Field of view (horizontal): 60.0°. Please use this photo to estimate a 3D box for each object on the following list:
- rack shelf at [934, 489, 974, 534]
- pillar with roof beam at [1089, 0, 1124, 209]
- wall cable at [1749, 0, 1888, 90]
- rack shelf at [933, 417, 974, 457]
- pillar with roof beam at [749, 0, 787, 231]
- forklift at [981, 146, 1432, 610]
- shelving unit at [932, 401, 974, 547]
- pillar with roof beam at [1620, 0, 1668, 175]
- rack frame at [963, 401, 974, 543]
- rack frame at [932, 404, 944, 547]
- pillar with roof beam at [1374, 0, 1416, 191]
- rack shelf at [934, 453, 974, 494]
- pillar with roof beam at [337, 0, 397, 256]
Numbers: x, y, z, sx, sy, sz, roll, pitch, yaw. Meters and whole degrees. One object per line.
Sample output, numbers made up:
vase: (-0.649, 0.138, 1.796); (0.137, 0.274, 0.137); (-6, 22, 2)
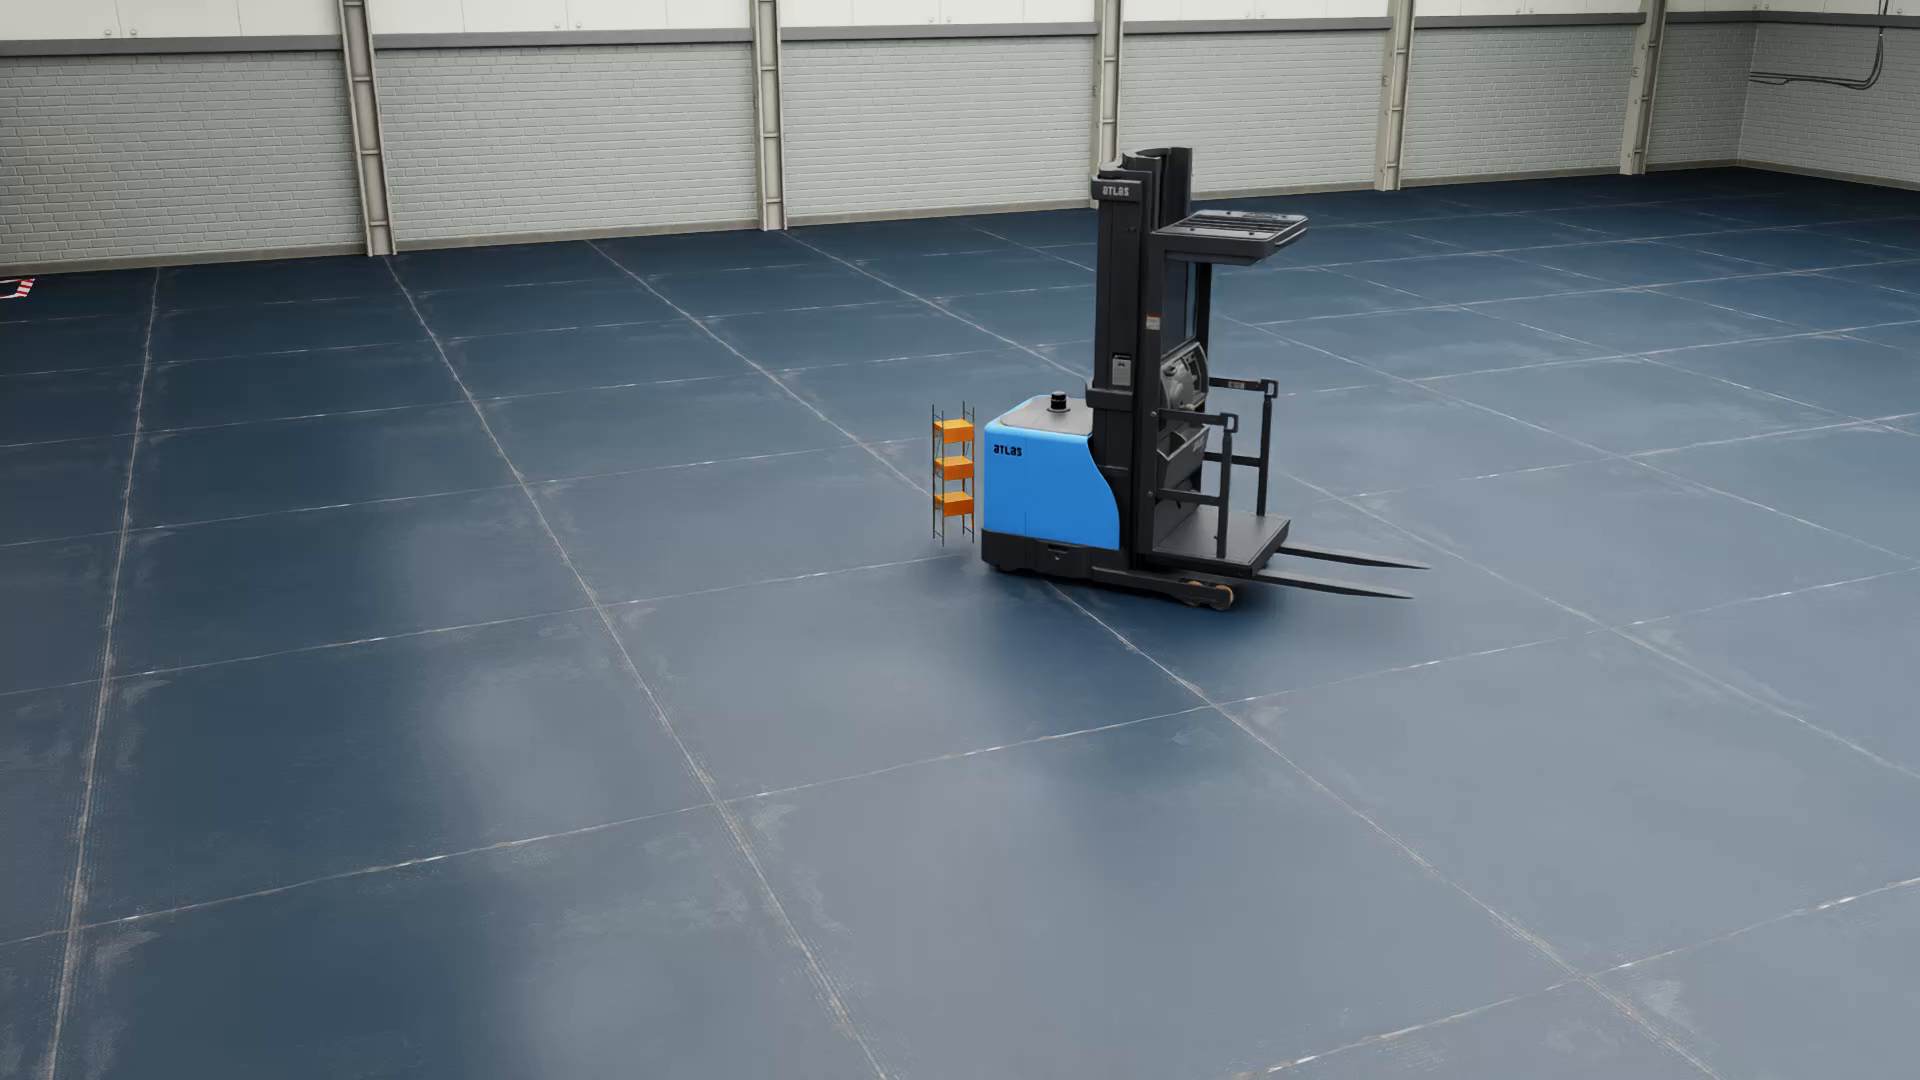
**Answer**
rack shelf: (-0.049, -0.216, 12.424); (0.240, 0.259, 0.215); (-8, 21, -22)
pillar with roof beam: (4.203, -8.728, 23.761); (0.400, 9.000, 9.100); (-8, 21, -22)
wall cable: (16.745, -10.139, 32.444); (0.112, 2.526, 3.097); (-8, 21, -22)
rack shelf: (-0.049, -0.746, 12.237); (0.240, 0.259, 0.215); (-8, 21, -22)
pillar with roof beam: (-1.306, -7.939, 21.519); (0.400, 9.000, 9.100); (-8, 21, -22)
forklift: (1.711, -1.111, 11.263); (3.031, 2.935, 1.130); (9, 21, 24)
shelving unit: (-0.049, -0.488, 12.328); (0.252, 1.050, 0.215); (-8, 21, -22)
pillar with roof beam: (15.221, -10.307, 28.244); (0.400, 9.000, 9.100); (-8, 21, -22)
rack frame: (0.063, -0.504, 12.373); (0.008, 1.050, 0.200); (-8, 21, -22)
rack frame: (-0.161, -0.472, 12.282); (0.008, 1.050, 0.200); (-8, 21, -22)
pillar with roof beam: (9.712, -9.517, 26.002); (0.400, 9.000, 9.100); (-8, 21, -22)
rack shelf: (-0.049, -0.478, 12.331); (0.240, 0.259, 0.215); (-8, 21, -22)
pillar with roof beam: (-6.815, -7.149, 19.277); (0.400, 9.000, 9.100); (-8, 21, -22)
